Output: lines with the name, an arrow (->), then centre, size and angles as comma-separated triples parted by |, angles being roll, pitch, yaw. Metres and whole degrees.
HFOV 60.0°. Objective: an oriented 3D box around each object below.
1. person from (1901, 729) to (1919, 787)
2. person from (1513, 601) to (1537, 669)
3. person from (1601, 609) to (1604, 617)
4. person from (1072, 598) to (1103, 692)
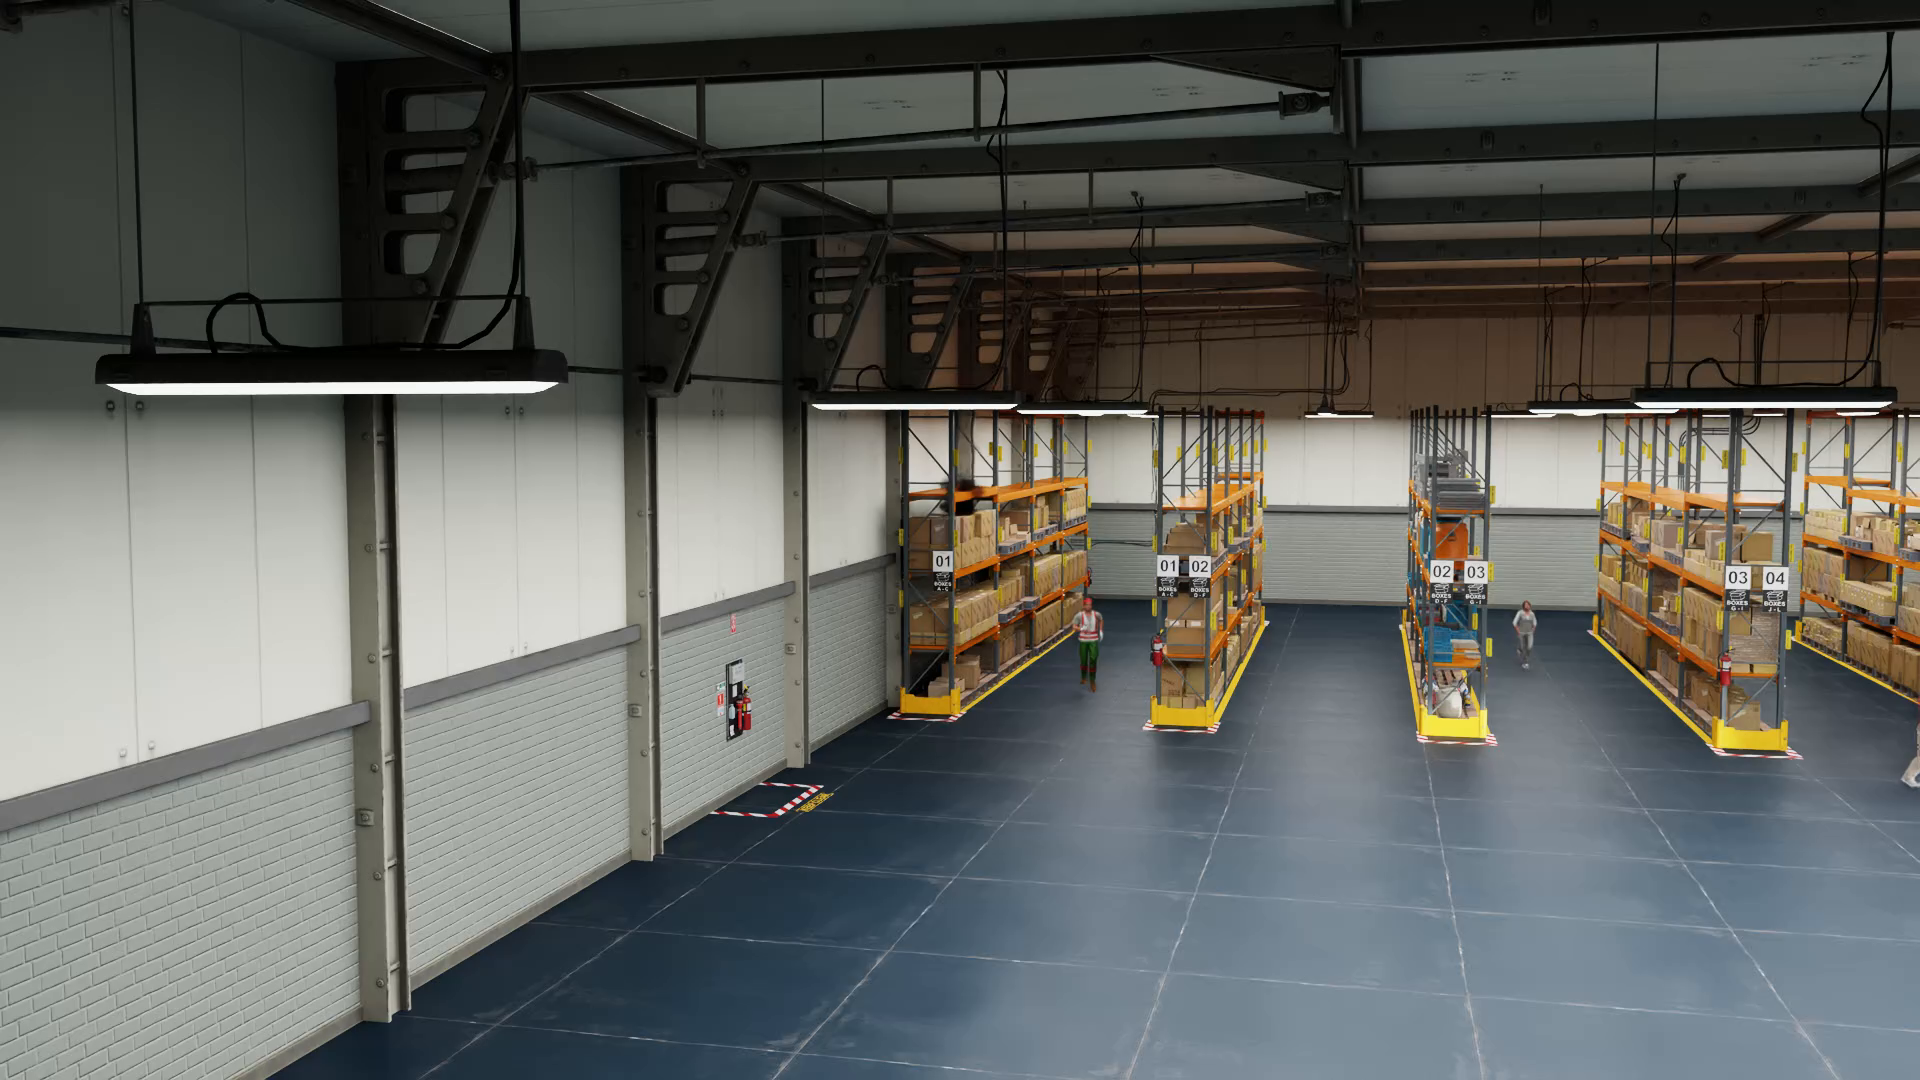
person -> 15.003, 3.036, 25.637 | 0.690, 1.742, 0.845 | -4, 6, -42
person -> 13.148, 2.190, 38.679 | 0.543, 1.559, 0.627 | 1, 4, 7
person -> 17.955, 1.577, 45.842 | 0.847, 1.845, 0.684 | 3, 5, 38
person -> 2.615, 2.131, 33.985 | 0.664, 1.907, 0.740 | 0, 4, -2
